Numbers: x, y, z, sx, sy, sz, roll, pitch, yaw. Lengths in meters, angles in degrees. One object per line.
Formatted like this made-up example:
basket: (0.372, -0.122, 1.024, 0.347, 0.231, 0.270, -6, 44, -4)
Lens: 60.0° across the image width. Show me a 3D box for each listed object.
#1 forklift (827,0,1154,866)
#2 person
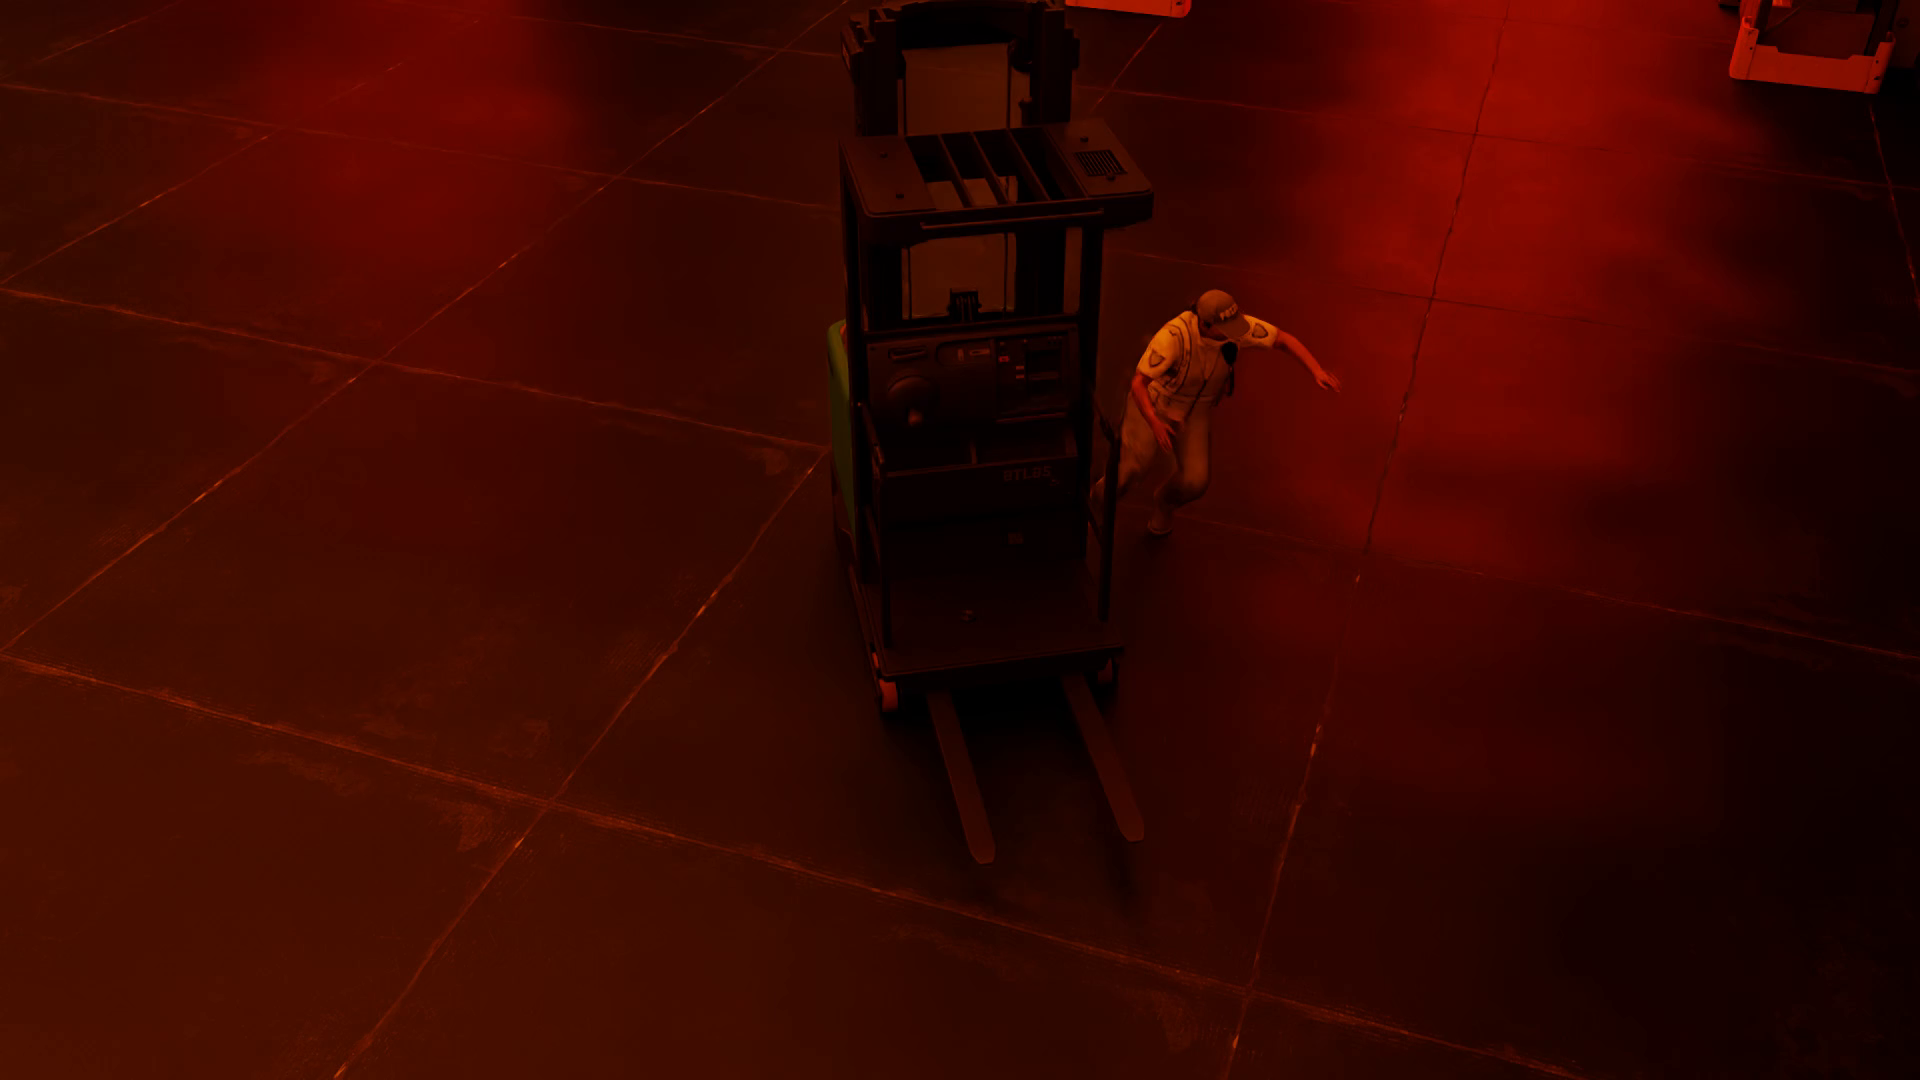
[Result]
forklift: (0.108, -0.645, 7.020, 1.130, 2.935, 3.031, -7, 36, -9)
person: (1.055, -0.579, 8.207, 1.359, 1.411, 0.834, -12, 37, -16)
